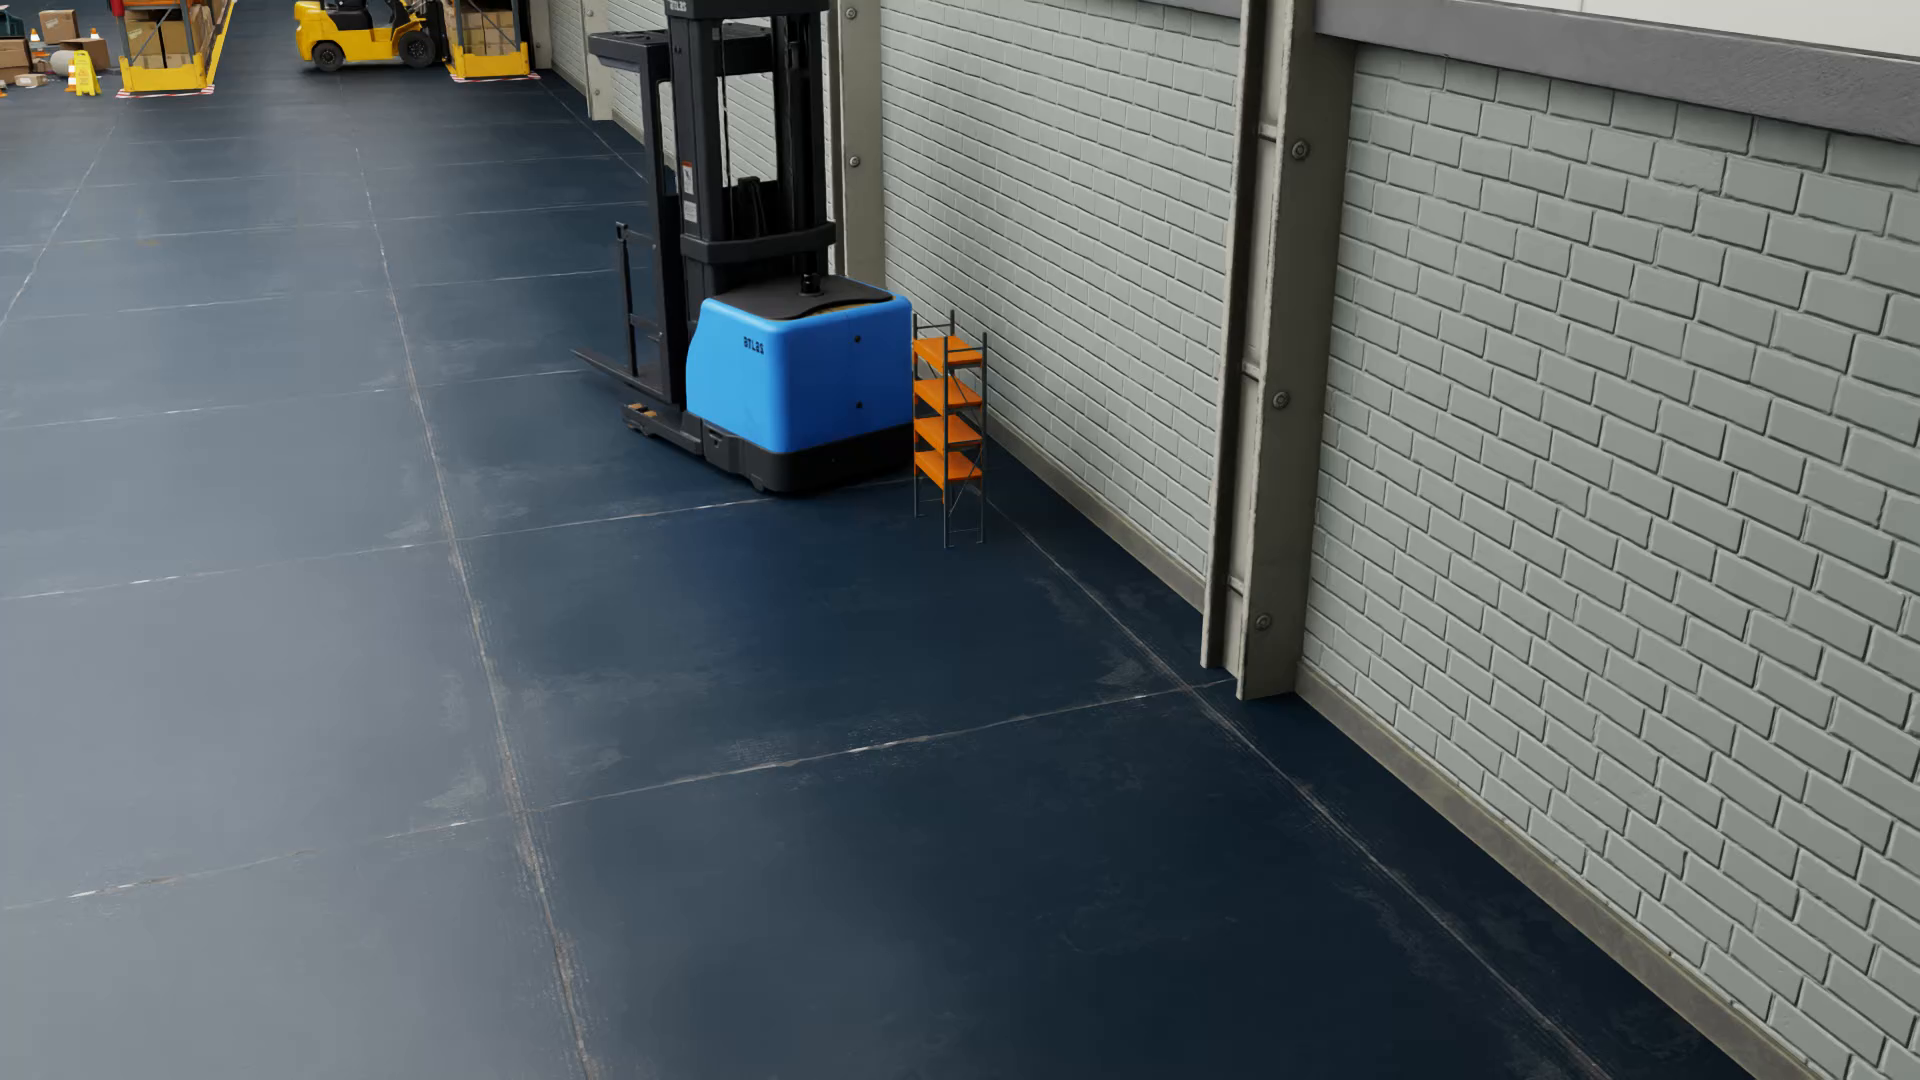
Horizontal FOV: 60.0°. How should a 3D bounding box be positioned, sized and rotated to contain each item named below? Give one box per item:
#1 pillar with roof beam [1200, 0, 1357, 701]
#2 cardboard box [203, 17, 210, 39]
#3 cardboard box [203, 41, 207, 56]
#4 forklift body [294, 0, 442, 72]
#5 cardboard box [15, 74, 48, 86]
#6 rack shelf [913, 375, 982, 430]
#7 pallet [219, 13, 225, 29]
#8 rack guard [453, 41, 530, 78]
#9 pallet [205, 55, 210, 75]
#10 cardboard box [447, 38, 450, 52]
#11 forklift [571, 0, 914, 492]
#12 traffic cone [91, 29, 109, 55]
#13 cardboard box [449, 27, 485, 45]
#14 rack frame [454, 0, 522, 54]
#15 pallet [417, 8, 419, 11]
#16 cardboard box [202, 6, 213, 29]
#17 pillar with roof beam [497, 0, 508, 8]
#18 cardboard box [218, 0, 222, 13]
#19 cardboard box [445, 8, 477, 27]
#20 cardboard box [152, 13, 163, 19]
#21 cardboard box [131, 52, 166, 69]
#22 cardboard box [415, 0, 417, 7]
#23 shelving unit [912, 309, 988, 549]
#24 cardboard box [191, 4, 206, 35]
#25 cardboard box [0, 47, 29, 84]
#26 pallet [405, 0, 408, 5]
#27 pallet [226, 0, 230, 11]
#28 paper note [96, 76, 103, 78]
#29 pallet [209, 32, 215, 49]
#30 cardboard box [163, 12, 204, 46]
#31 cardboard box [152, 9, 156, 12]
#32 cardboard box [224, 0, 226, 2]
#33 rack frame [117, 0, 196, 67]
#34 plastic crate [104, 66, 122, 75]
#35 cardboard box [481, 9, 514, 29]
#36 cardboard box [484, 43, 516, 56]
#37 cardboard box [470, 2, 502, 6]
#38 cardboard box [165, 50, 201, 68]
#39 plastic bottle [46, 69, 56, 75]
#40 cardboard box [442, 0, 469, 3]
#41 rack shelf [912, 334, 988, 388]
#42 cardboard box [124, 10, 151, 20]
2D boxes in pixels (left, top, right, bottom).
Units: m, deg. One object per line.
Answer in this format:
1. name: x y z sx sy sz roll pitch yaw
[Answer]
1. pillar with roof beam: -2.680 -2.921 4.594 9.100 9.000 0.400 -8 24 -19
2. cardboard box: -14.228 -9.296 30.285 0.950 0.372 0.625 -7 24 -16
3. cardboard box: -12.950 -8.233 27.921 0.500 0.250 0.500 -8 24 -18
4. forklift body: -10.105 -9.139 28.163 2.313 2.155 1.214 -8 24 -19
5. cardboard box: -14.723 -7.294 26.364 0.380 0.149 0.250 4 23 9
6. rack shelf: -0.059 -0.757 9.099 0.258 0.148 0.480 -8 24 -19
7. pallet: -15.832 -10.770 34.531 1.003 0.211 1.213 -8 24 -19
8. rack guard: -7.720 -7.930 27.422 1.175 0.500 0.348 -8 24 -19
9. pallet: -13.078 -7.894 27.707 1.003 0.211 1.213 -8 24 -19
10. cardboard box: -8.525 -8.510 28.578 0.500 0.250 0.500 -8 24 -18
11. forklift: -1.583 -2.133 10.537 1.130 2.935 3.031 -17 28 -35
12. traffic cone: -15.531 -8.952 29.892 0.336 0.463 0.334 -8 24 -19
13. cardboard box: -8.193 -8.382 27.630 0.500 0.250 0.500 -9 24 -20
14. rack frame: -7.728 -9.091 26.957 1.000 3.000 0.127 -8 24 -19
15. pallet: -11.210 -11.432 36.101 1.003 0.211 1.213 -8 24 -19
16. cardboard box: -15.006 -10.091 32.173 0.950 0.372 0.625 -10 25 -23
17. pillar with roof beam: -13.278 -13.822 30.457 9.100 9.000 0.400 -8 24 -19
18. cardboard box: -15.989 -11.442 34.730 0.875 0.875 0.875 -8 24 -17
19. cardboard box: -8.368 -8.788 27.949 0.500 0.250 0.500 -8 24 -18
20. cardboard box: -13.257 -8.309 27.137 0.500 0.500 0.500 -9 24 -20
21. cardboard box: -12.916 -7.601 26.421 0.500 0.250 0.500 -8 24 -19
22. cardboard box: -11.637 -11.912 36.328 0.500 0.500 0.500 -9 25 -21
23. shelving unit: -0.059 -0.613 9.160 0.258 1.200 0.503 -8 24 -19
24. cardboard box: -13.323 -8.956 28.671 0.500 0.500 0.500 -9 24 -20
25. cardboard box: -15.359 -7.549 26.513 0.637 0.503 0.797 12 26 27
26. pallet: -12.644 -12.860 39.490 1.003 0.211 1.213 -8 24 -19
27. pallet: -17.240 -12.215 37.959 1.003 0.211 1.213 -8 24 -19
28. paper note: -14.107 -7.579 27.193 0.142 0.019 0.148 -18 29 -37
29. pallet: -14.495 -9.304 31.052 1.003 0.211 1.213 -8 24 -19
30. cardboard box: -12.764 -8.393 27.335 0.500 0.500 0.500 -8 24 -18
31. cardboard box: -13.559 -8.844 27.570 0.380 0.149 0.250 -7 24 -16
32. cardboard box: -17.048 -12.350 37.447 0.875 0.438 0.875 -9 25 -21
33. rack frame: -12.370 -8.409 25.338 1.000 3.000 0.127 -8 24 -19
34. plastic crate: -13.996 -7.834 27.733 0.402 0.080 0.583 -18 29 -37
35. cardboard box: -7.721 -8.679 27.692 0.500 0.250 0.500 -9 24 -20
36. cardboard box: -7.719 -8.223 27.897 0.500 0.250 0.500 -8 24 -19
37. cardboard box: -8.242 -9.230 29.000 0.500 0.250 0.500 -9 24 -20
38. cardboard box: -12.397 -7.666 26.576 0.500 0.250 0.500 -9 24 -19
39. plastic bottle: -15.082 -7.782 27.634 0.133 0.061 0.283 -4 23 -10
40. cardboard box: -8.906 -9.346 29.275 0.500 0.250 0.500 -7 24 -17
41. rack shelf: -0.059 -0.975 9.007 0.258 0.148 0.480 -8 24 -19
42. cardboard box: -13.090 -8.359 26.419 0.380 0.149 0.250 -8 24 -17
